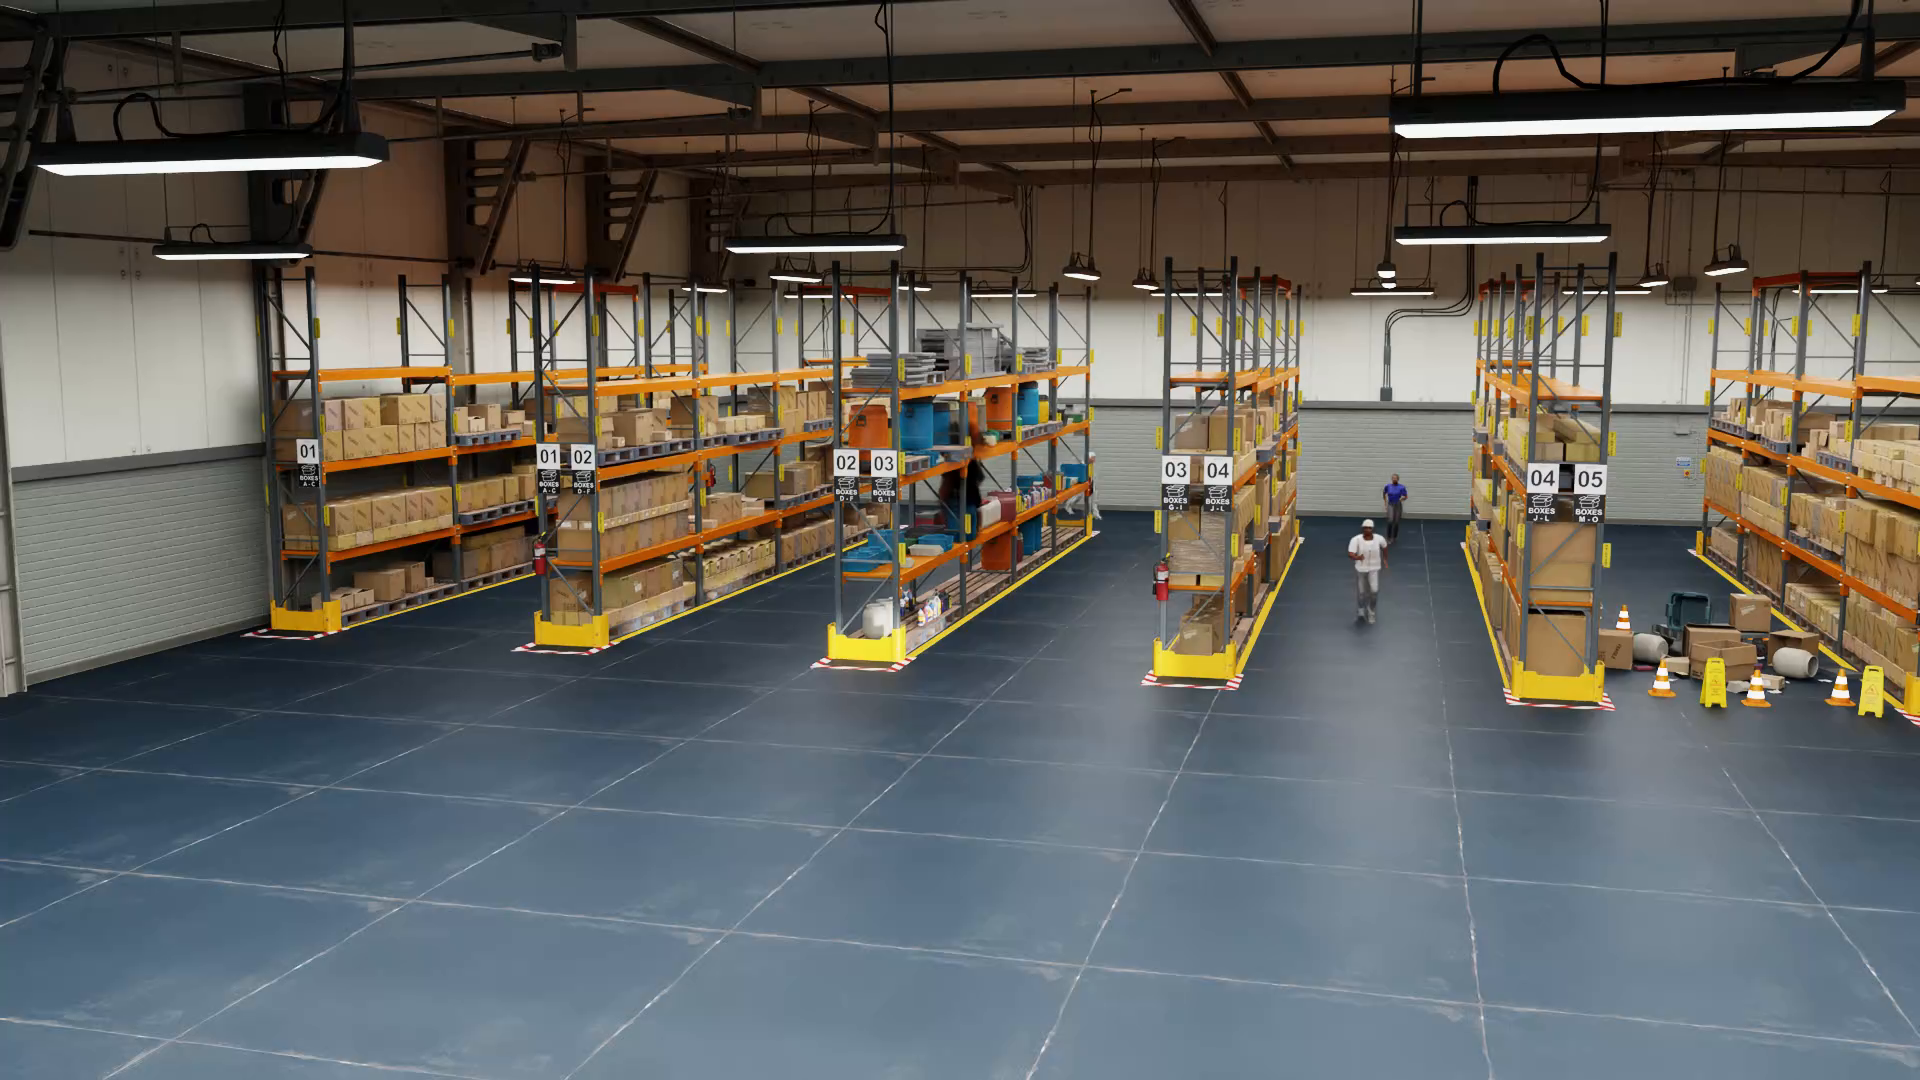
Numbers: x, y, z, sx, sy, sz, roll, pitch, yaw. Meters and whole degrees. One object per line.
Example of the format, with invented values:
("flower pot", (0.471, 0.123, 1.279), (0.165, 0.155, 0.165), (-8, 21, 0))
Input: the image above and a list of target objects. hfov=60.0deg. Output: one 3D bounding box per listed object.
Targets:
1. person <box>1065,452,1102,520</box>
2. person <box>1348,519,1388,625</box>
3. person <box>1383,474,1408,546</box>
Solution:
("person", (3.268, -1.444, 44.000), (1.082, 1.785, 0.695), (5, 9, 33))
("person", (6.955, 0.542, 28.354), (0.686, 1.810, 0.823), (1, 7, 9))
("person", (10.106, -0.701, 38.619), (0.566, 1.690, 0.716), (1, 7, 12))
